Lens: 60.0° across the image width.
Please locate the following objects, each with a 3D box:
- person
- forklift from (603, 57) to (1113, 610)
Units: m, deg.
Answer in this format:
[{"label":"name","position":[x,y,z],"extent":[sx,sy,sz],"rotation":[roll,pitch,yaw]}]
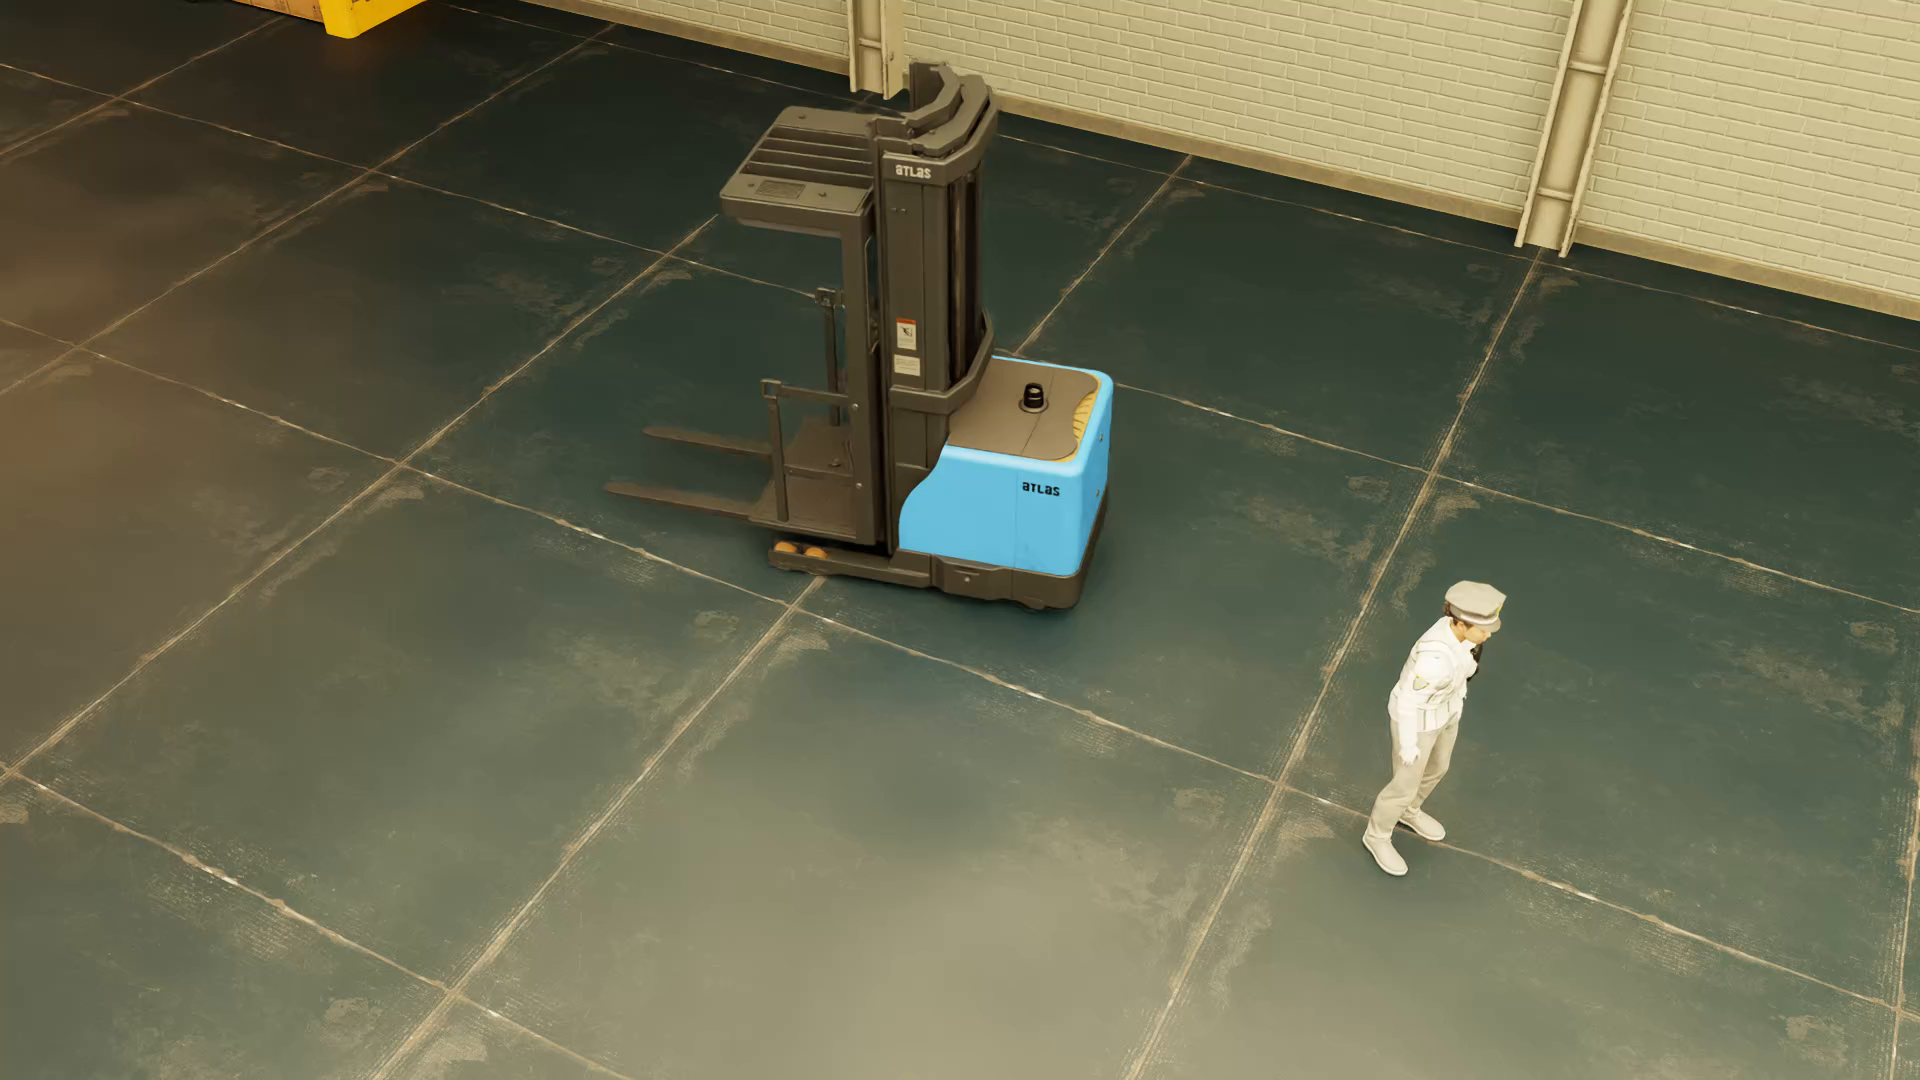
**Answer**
[{"label":"person","position":[2.249,0.861,7.951],"extent":[0.373,1.662,0.537],"rotation":[32,50,32]},{"label":"forklift","position":[-0.662,-1.228,9.444],"extent":[3.031,2.935,1.130],"rotation":[10,41,11]}]
